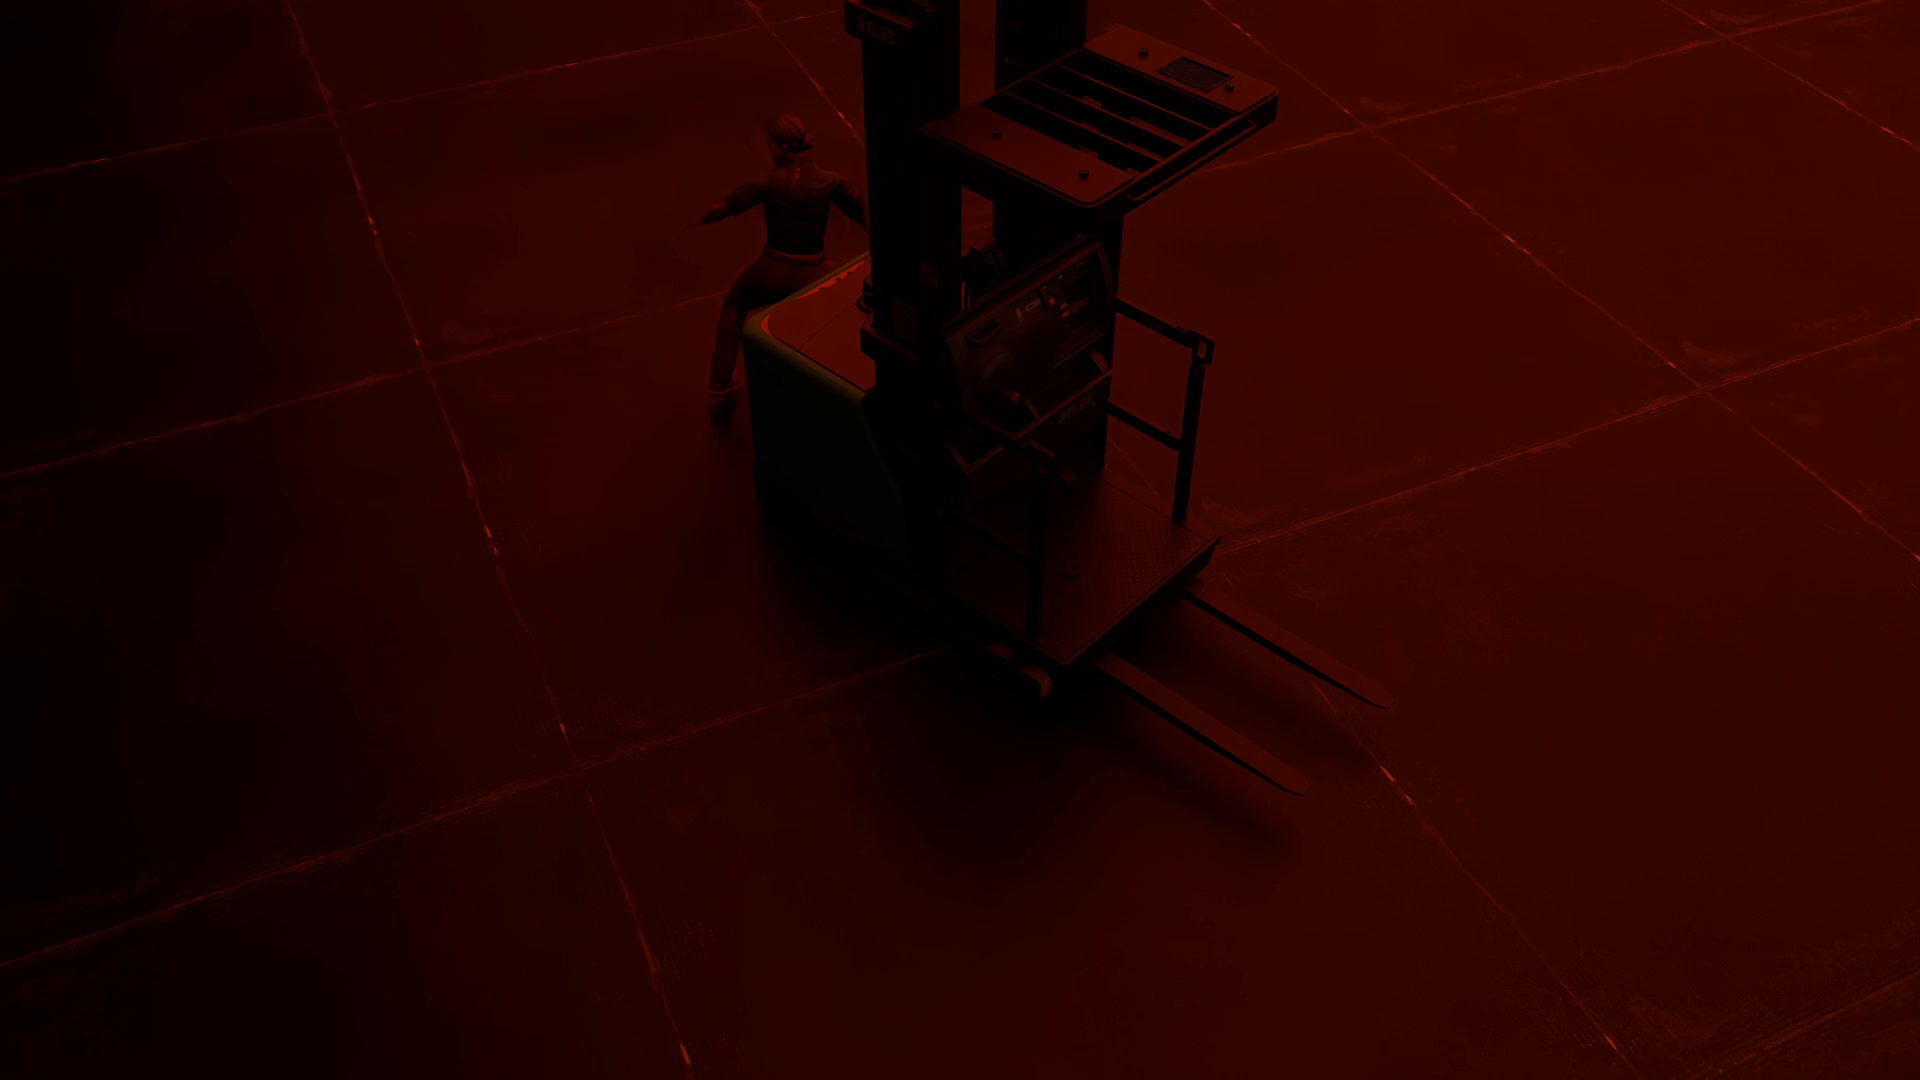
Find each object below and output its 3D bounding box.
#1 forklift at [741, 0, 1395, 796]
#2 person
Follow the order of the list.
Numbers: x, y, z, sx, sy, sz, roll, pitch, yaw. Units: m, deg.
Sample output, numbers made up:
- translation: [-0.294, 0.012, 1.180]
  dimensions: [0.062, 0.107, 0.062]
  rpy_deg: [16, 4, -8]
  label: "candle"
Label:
- translation: [0.445, -0.788, 6.525]
  dimensions: [3.031, 2.935, 1.130]
  rpy_deg: [32, 52, 30]
  label: "forklift"
- translation: [-0.753, -1.333, 8.226]
  dimensions: [1.070, 1.589, 0.538]
  rpy_deg: [-1, 43, -2]
  label: "person"
